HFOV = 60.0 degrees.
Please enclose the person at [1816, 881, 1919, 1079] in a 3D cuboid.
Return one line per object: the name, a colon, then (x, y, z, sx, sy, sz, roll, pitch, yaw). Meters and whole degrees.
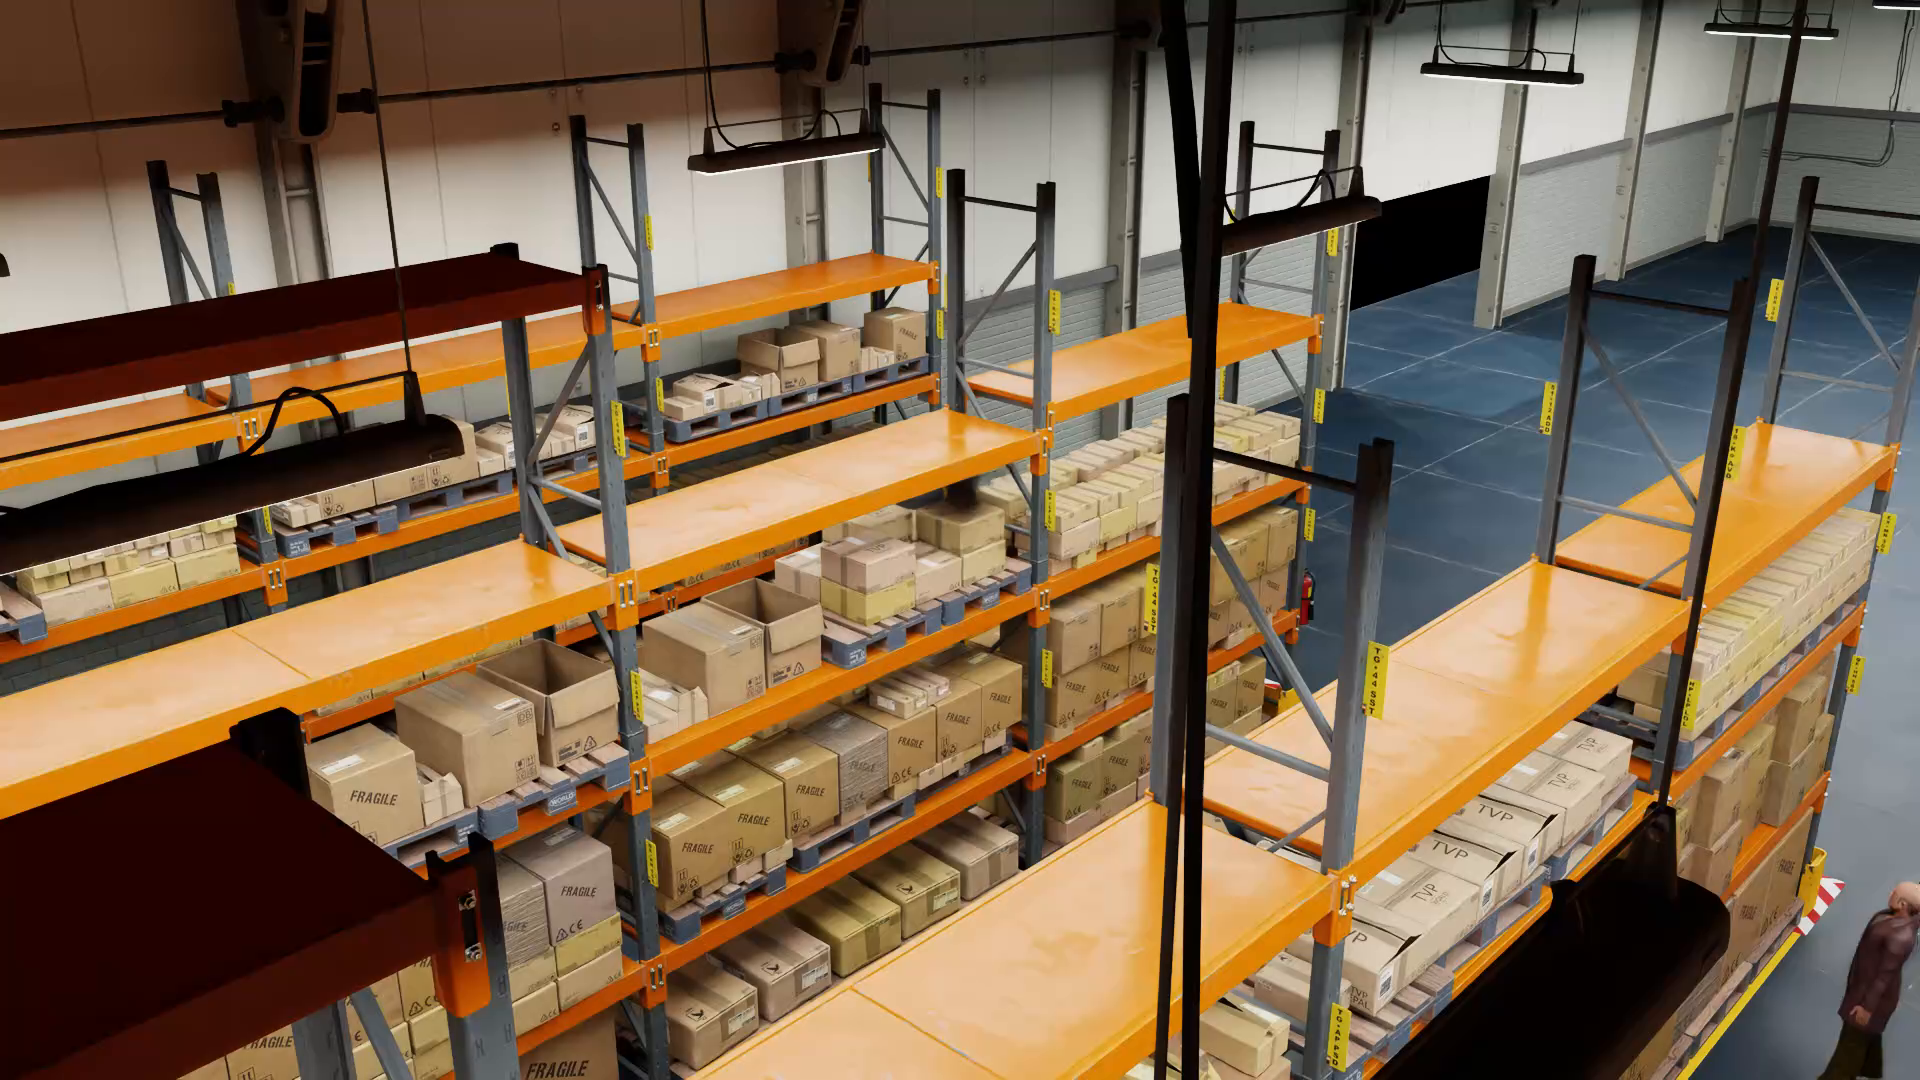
person: (6.261, 3.115, 11.569, 0.633, 1.771, 0.605, 6, 22, 16)
